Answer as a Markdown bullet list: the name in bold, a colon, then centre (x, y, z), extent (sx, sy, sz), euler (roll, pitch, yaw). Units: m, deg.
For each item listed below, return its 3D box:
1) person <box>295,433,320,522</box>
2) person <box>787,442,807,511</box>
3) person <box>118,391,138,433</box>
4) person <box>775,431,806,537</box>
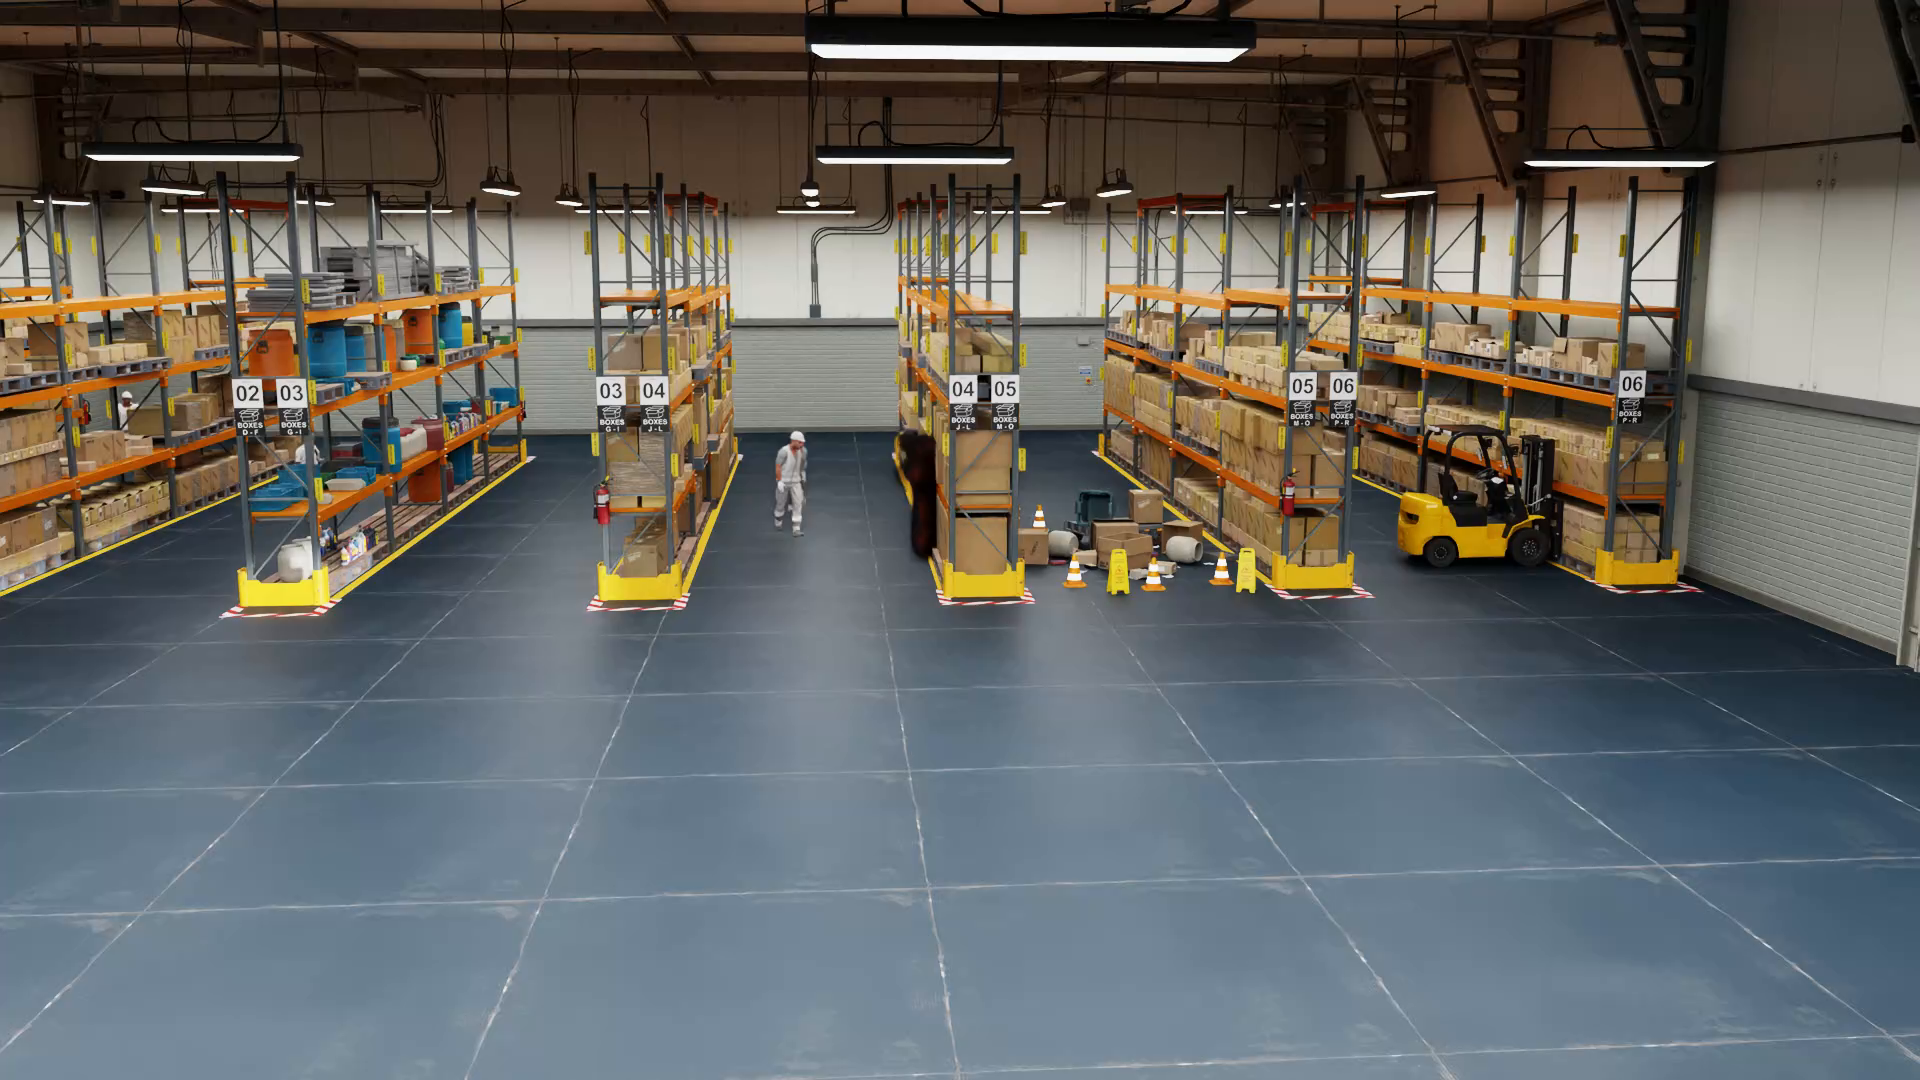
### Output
- **person**: centre (-11.980, -1.182, 30.677), extent (0.422, 1.616, 0.928), euler (0, 10, 1)
- **person**: centre (-3.033, -1.230, 30.923), extent (0.411, 1.472, 0.895), euler (-2, 10, -13)
- **person**: centre (-19.119, -2.539, 38.146), extent (0.507, 1.731, 1.022), euler (0, 10, 0)
- **person**: centre (-2.807, -0.932, 27.386), extent (0.528, 1.728, 0.989), euler (-3, 11, -17)
